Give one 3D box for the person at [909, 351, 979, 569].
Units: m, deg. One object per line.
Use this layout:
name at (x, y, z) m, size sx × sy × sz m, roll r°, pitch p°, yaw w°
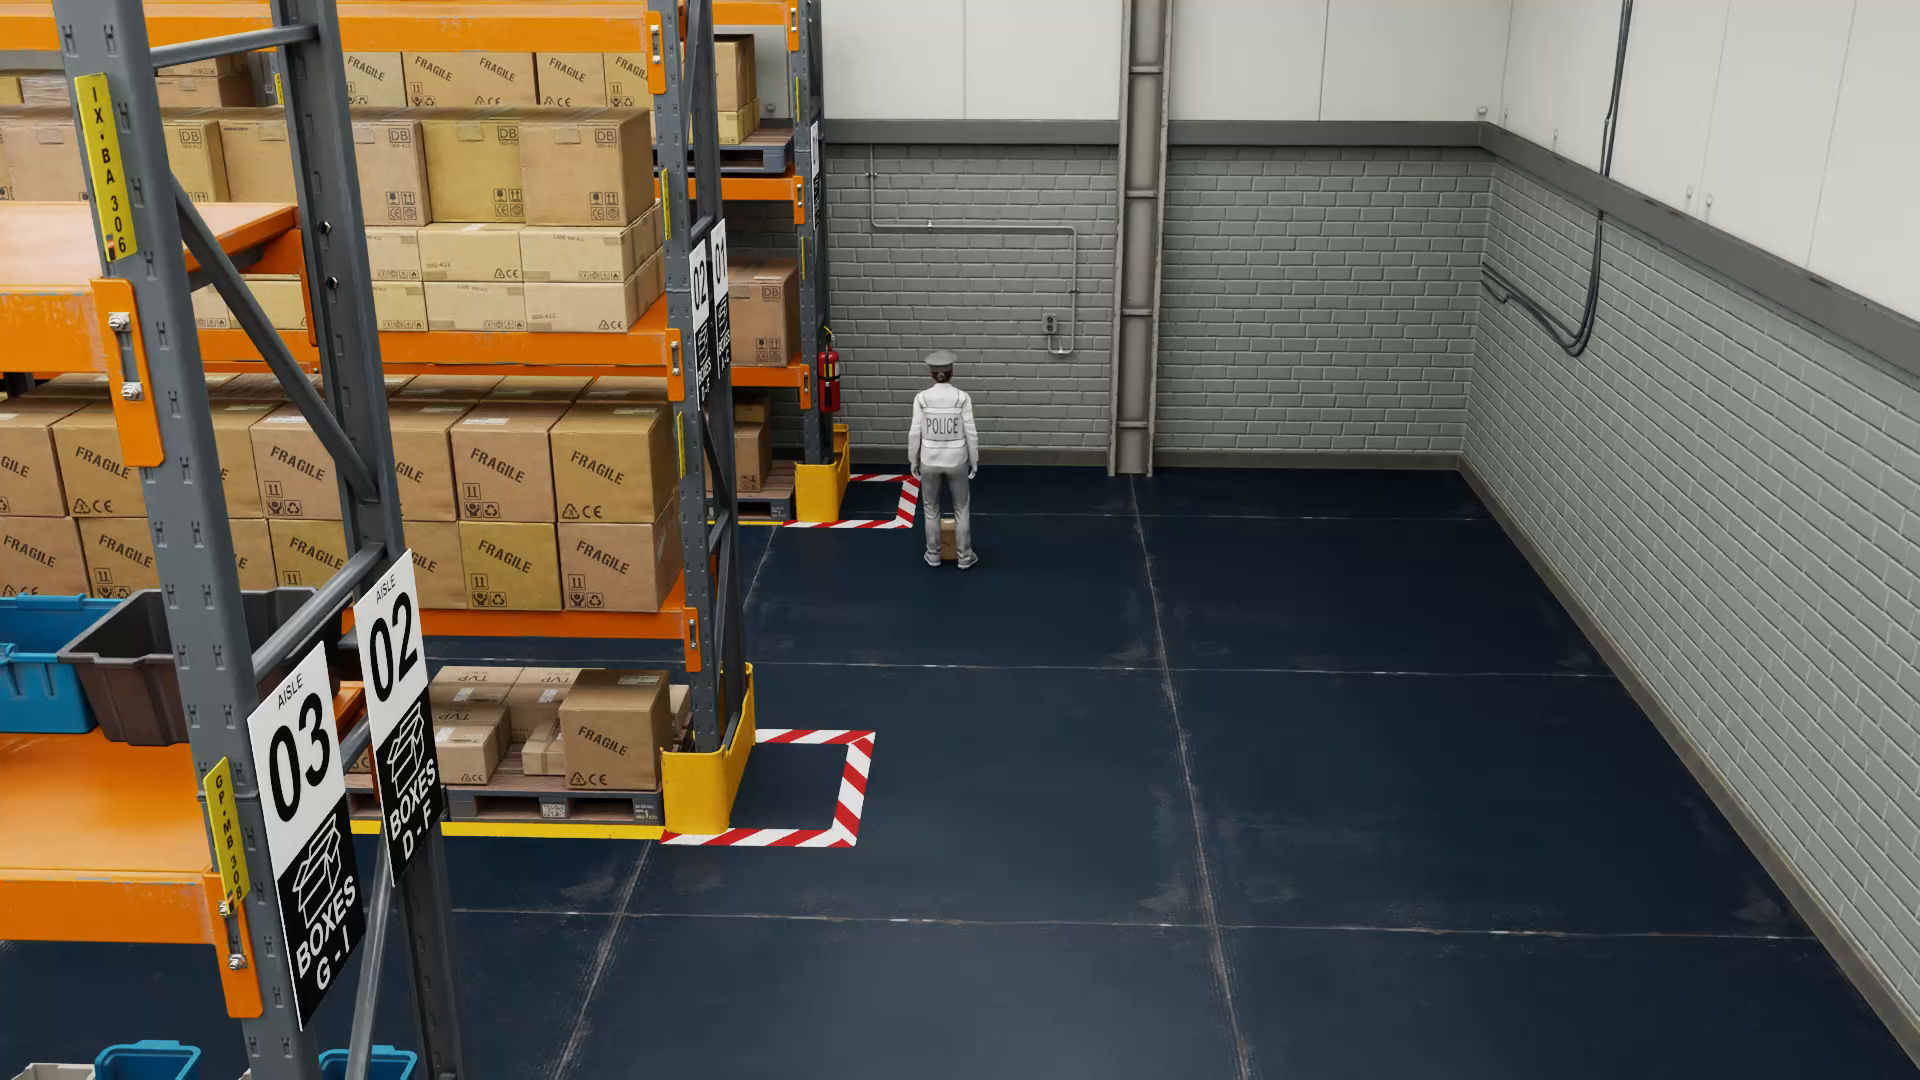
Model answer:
person at (-0.124, -0.589, 12.616) m, size 0.529 × 1.664 × 0.404 m, roll 1°, pitch 21°, yaw 1°
